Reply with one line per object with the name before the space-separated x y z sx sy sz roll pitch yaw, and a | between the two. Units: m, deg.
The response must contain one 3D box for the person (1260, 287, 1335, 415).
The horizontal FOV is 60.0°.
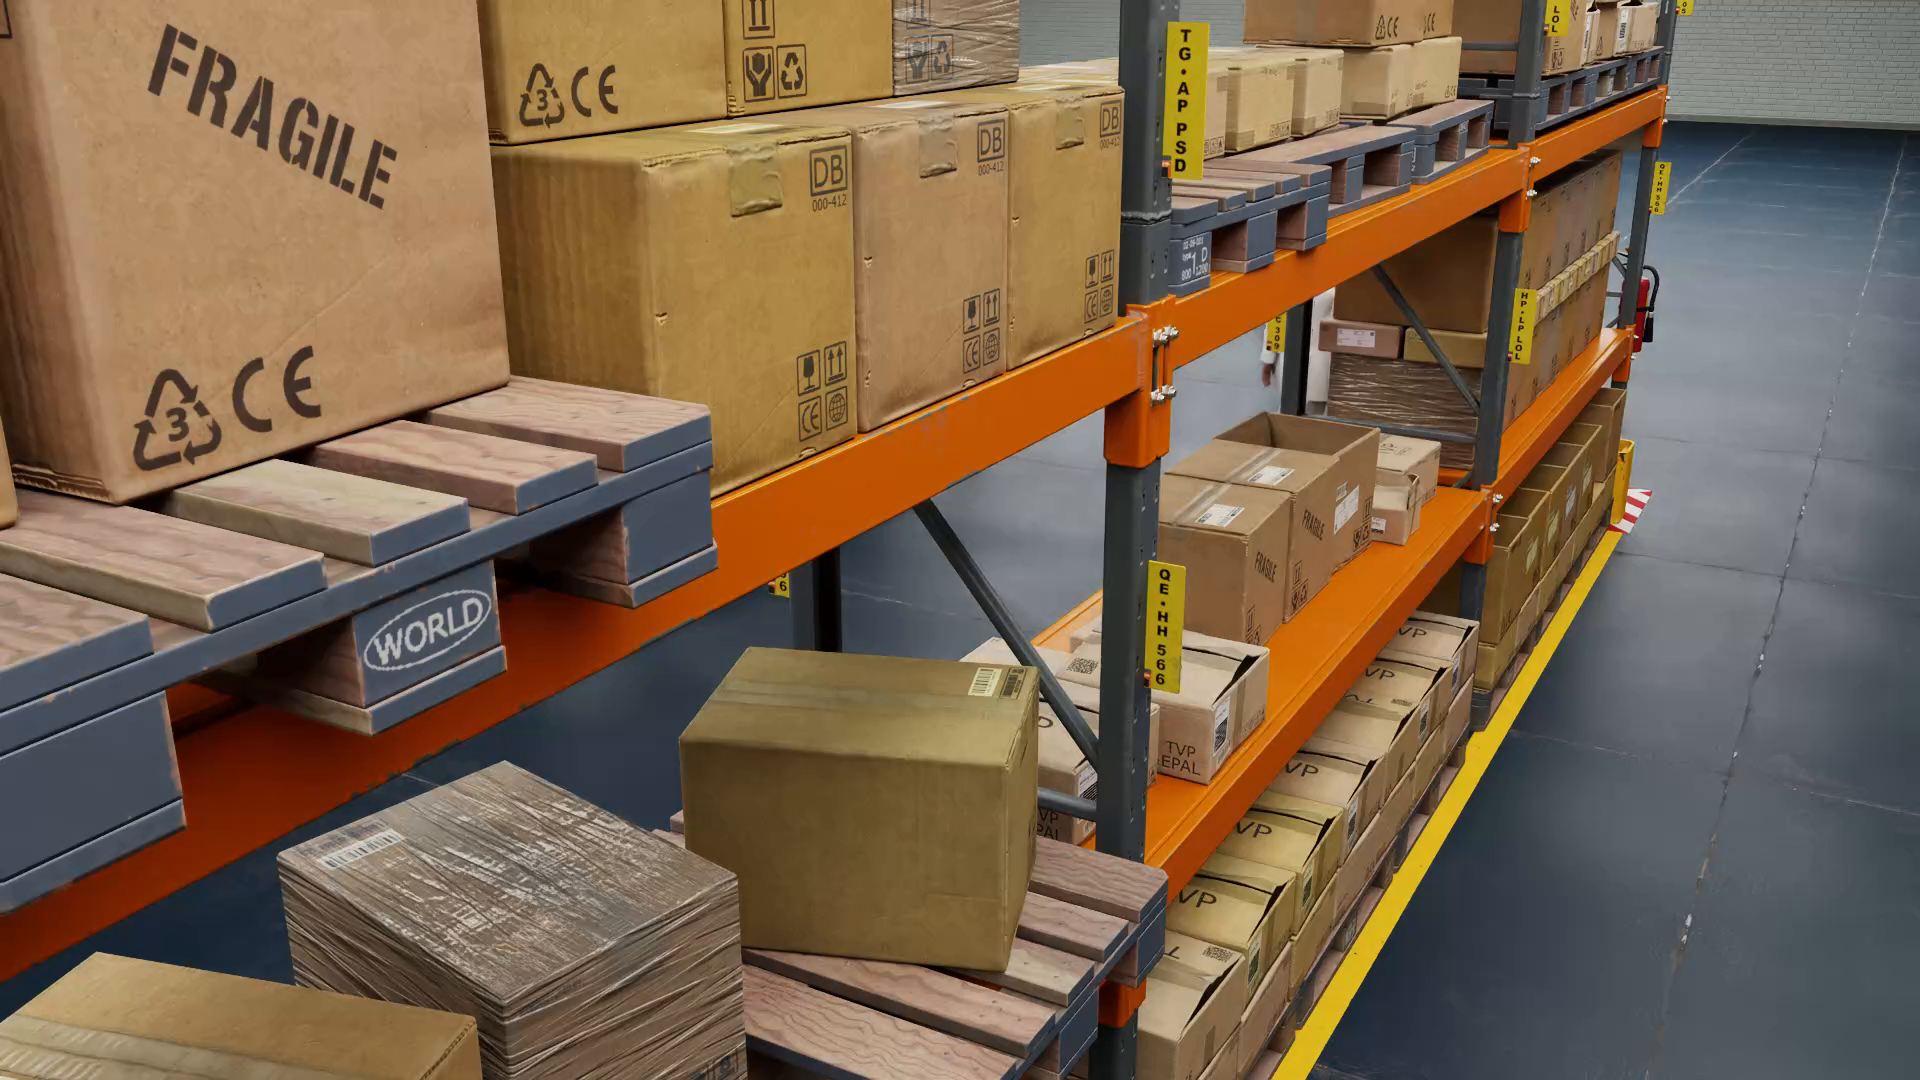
person | 2.410 -1.203 11.509 0.620 1.810 0.484 9 21 25
